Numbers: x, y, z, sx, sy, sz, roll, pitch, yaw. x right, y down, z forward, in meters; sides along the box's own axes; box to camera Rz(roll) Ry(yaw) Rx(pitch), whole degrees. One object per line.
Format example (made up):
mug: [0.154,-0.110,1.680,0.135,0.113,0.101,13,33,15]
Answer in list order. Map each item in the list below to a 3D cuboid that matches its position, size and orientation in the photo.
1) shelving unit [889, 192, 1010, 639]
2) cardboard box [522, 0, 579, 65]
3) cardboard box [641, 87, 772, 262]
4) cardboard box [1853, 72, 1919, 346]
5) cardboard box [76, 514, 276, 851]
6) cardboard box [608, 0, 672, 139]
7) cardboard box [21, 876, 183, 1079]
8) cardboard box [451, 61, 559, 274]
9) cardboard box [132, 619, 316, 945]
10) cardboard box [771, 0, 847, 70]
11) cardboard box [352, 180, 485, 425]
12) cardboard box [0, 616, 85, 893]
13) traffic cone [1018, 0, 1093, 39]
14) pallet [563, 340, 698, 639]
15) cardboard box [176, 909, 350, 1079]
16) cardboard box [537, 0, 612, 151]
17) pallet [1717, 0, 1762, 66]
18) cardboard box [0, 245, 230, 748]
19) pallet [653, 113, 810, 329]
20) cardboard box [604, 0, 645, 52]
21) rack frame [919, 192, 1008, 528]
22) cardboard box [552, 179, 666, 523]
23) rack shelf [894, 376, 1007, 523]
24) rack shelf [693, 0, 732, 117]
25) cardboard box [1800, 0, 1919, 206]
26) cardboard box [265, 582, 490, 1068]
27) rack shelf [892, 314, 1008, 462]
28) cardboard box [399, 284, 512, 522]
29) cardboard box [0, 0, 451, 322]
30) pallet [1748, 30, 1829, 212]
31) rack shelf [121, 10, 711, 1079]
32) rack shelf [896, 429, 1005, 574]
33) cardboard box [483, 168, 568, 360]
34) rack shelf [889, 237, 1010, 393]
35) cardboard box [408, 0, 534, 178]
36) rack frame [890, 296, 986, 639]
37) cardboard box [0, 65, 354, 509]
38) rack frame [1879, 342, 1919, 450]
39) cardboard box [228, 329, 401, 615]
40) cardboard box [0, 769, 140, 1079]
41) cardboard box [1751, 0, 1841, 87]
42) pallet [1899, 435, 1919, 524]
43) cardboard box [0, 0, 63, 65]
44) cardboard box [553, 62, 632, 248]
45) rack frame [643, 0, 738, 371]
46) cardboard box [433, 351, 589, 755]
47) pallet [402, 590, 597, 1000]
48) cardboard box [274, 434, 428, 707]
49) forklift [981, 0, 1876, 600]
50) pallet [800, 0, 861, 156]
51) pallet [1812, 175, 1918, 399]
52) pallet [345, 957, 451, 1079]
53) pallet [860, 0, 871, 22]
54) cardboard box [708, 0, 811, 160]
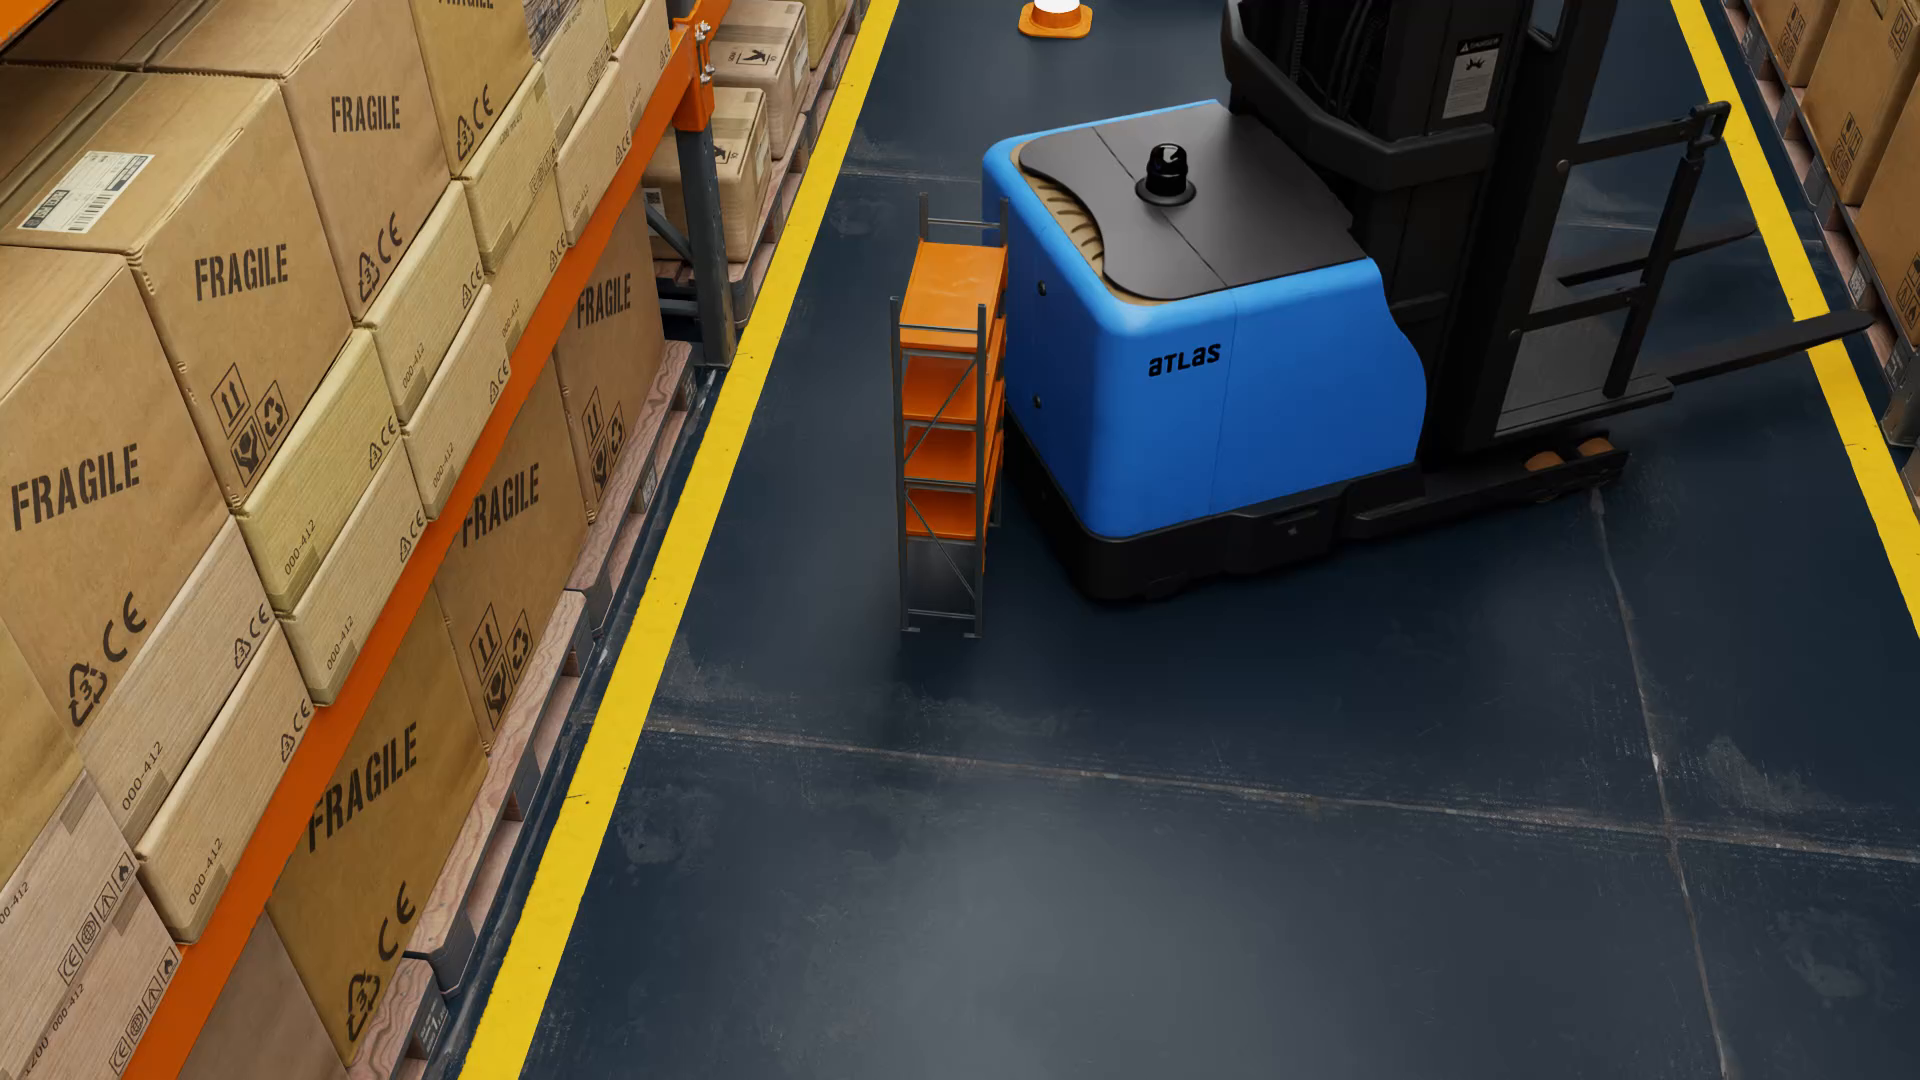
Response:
shelving unit: [-0.022,-0.323,4.718,0.258,1.200,0.503,5,44,6]
cardboard box: [-1.171,-1.450,3.800,0.500,0.500,0.500,6,44,6]
cardboard box: [-1.218,-1.360,6.110,0.950,0.372,0.625,3,43,3]
cardboard box: [3.787,-1.139,5.602,1.050,0.750,0.750,5,44,5]
cardboard box: [-1.452,0.190,2.614,0.500,0.250,0.500,6,44,6]
cardboard box: [-1.112,-1.355,4.608,0.500,0.250,0.500,4,44,4]
cardboard box: [-1.511,0.727,2.409,0.500,0.250,0.500,4,44,5]
cardboard box: [-1.226,-0.851,3.712,0.500,0.250,0.500,4,44,4]
cardboard box: [-1.444,0.375,2.782,0.500,0.250,0.500,4,44,4]
cardboard box: [-1.022,-2.380,7.187,0.950,0.372,0.625,7,44,7]
cardboard box: [-1.294,-0.497,3.338,0.500,0.250,0.500,4,44,4]
cardboard box: [-1.488,0.276,1.977,0.500,0.500,0.500,6,44,6]
traffic cone: [0.450,-2.610,7.670,0.336,0.463,0.334,5,44,6]
pallet: [-1.481,-0.234,5.344,1.003,0.211,1.213,5,44,6]
cardboard box: [-1.828,1.138,3.106,0.875,0.875,0.875,6,44,7]
cardboard box: [-1.179,-1.201,4.083,0.500,0.250,0.500,4,44,4]
pallet: [4.119,-2.577,7.818,1.003,0.211,1.213,5,44,6]
cardboard box: [-1.448,-0.074,2.346,0.500,0.500,0.500,5,44,5]
pallet: [-1.198,-1.297,6.466,1.003,0.211,1.213,5,44,6]
cardboard box: [-1.115,-1.551,4.452,0.500,0.250,0.500,5,44,5]
rack frame: [0.010,-0.489,4.894,0.240,1.200,0.015,5,44,6]
cardboard box: [-1.476,-0.695,5.042,0.875,0.875,0.875,5,44,5]
rack shelf: [-0.022,-0.274,4.765,0.258,0.148,0.480,5,44,6]
rack shelf: [-1.038,-2.879,6.632,1.077,0.370,4.000,5,44,6]
cardboard box: [3.900,-1.735,6.231,1.050,0.750,0.750,6,44,6]
cardboard box: [-1.717,0.522,3.757,0.875,0.875,0.875,6,44,7]
rack shelf: [-0.022,-0.436,4.611,0.258,0.148,0.480,5,44,6]
cardboard box: [-1.286,-0.313,3.508,0.500,0.250,0.500,5,44,5]
cardboard box: [-1.317,-0.768,3.079,0.500,0.500,0.500,5,44,5]
pallet: [3.960,-1.743,6.937,1.003,0.211,1.213,5,44,6]
rack shelf: [-1.567,-0.153,3.753,1.077,0.370,4.000,5,44,6]
rack shelf: [-0.022,-0.130,4.901,0.258,0.148,0.480,5,44,6]
cardboard box: [-1.246,-0.663,3.878,0.500,0.250,0.500,5,44,5]
rack shelf: [-0.022,-0.608,4.448,0.258,0.148,0.480,5,44,6]
cardboard box: [-1.243,-1.112,3.443,0.500,0.500,0.500,5,44,6]
rack frame: [-0.054,-0.157,4.543,0.240,1.200,0.015,5,44,6]
cardboard box: [-1.379,-0.415,2.707,0.500,0.500,0.500,4,44,4]
rack frame: [3.618,-1.396,4.543,1.000,3.000,0.127,5,44,6]
cardboard box: [-1.359,-0.152,2.974,0.500,0.250,0.500,6,44,6]
cardboard box: [-1.493,0.548,2.236,0.500,0.250,0.500,4,44,4]
cardboard box: [4.022,-2.369,6.902,1.050,0.750,0.750,5,44,6]
pallet: [3.513,0.149,4.939,1.003,0.211,1.213,5,44,6]
cardboard box: [-1.820,-0.829,3.144,0.500,0.500,0.500,6,44,6]
cardboard box: [-1.164,-1.005,4.239,0.500,0.250,0.500,6,44,6]
rack frame: [-1.302,-1.777,4.945,1.000,3.000,0.127,5,44,6]
cardboard box: [-1.598,-0.088,4.401,0.875,0.875,0.875,6,44,6]
pallet: [-1.645,0.595,4.468,1.003,0.211,1.213,5,44,6]
cardboard box: [-1.361,0.027,3.149,0.500,0.250,0.500,5,44,5]
forklift: [1.624,-1.512,4.716,3.031,2.935,1.130,-14,45,-15]
pallet: [-1.034,-2.126,7.342,1.003,0.211,1.213,5,44,6]
pallet: [3.797,-0.914,6.062,1.003,0.211,1.213,5,44,6]
pallet: [-1.804,1.429,3.588,1.003,0.211,1.213,5,44,6]
pallet: [-0.875,-2.960,8.223,1.003,0.211,1.213,5,44,6]
cardboard box: [-1.128,-1.863,6.642,0.950,0.372,0.625,4,44,5]
